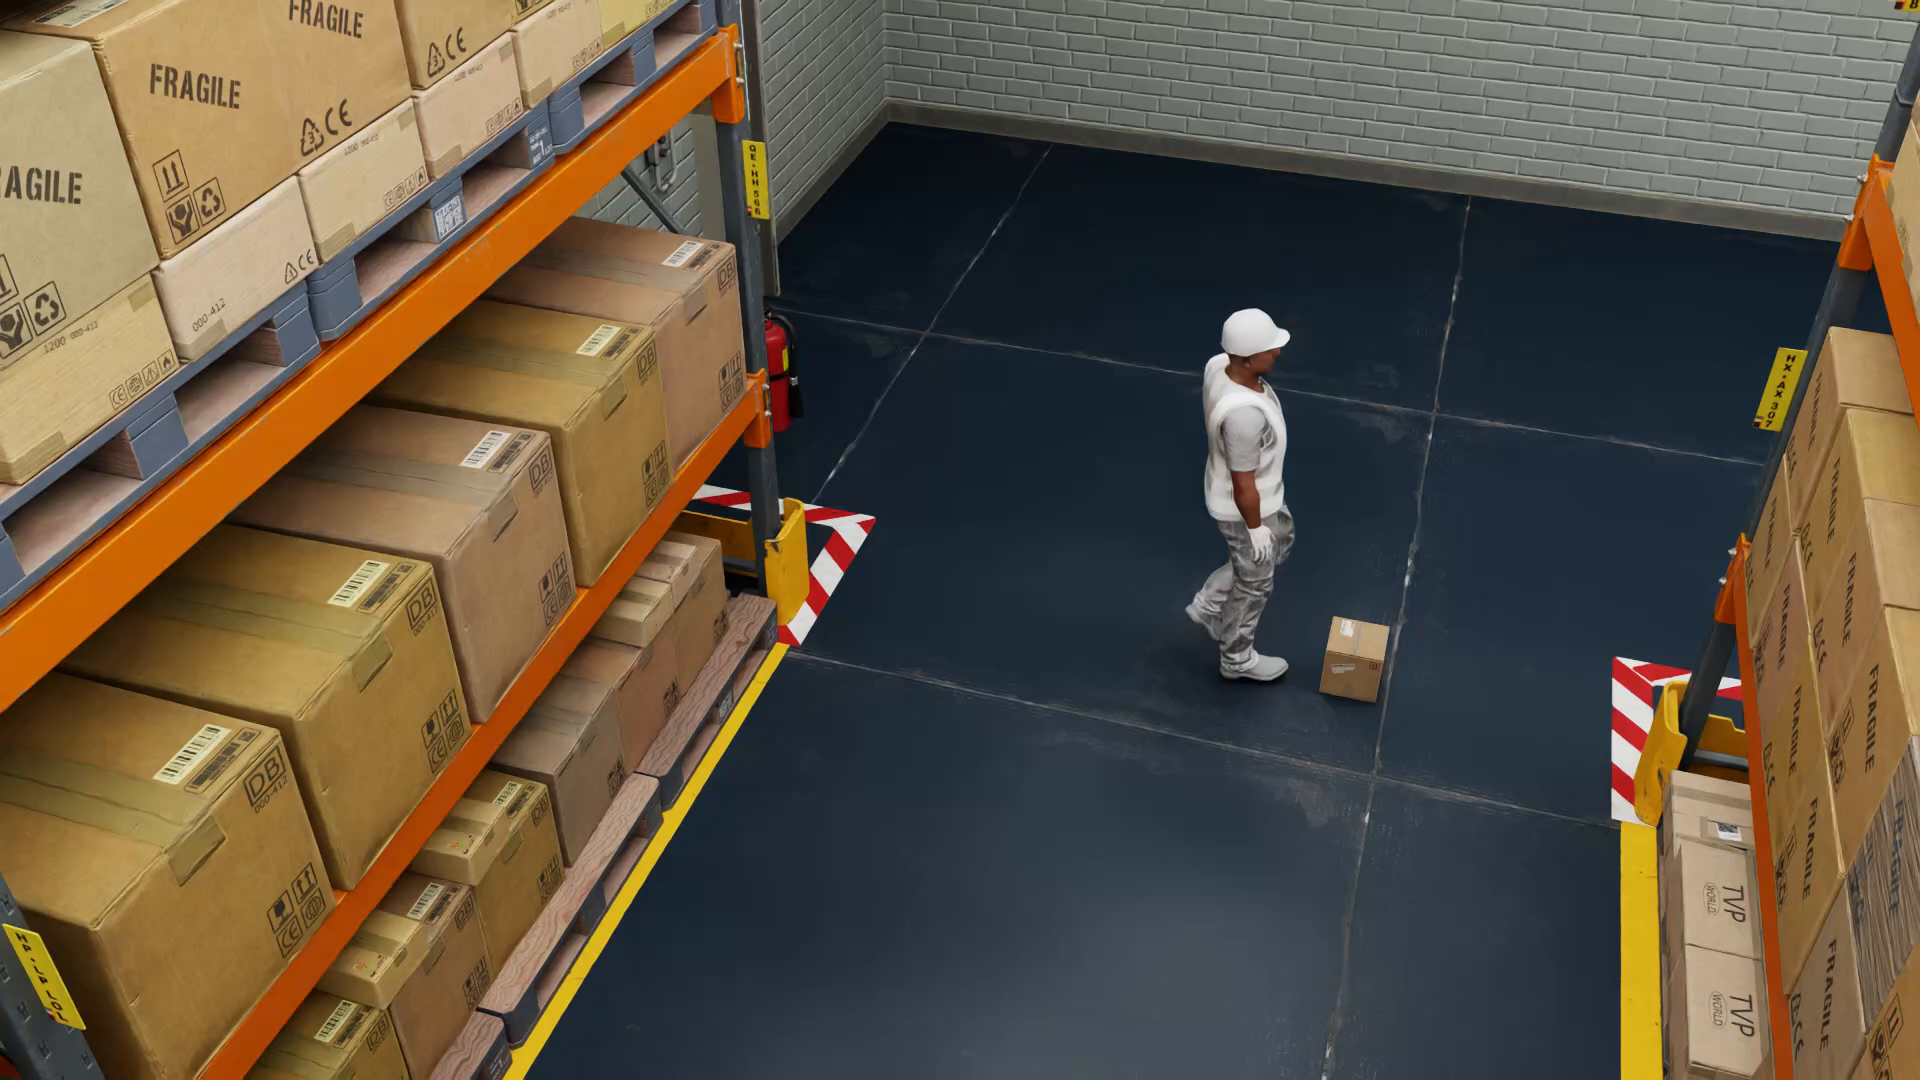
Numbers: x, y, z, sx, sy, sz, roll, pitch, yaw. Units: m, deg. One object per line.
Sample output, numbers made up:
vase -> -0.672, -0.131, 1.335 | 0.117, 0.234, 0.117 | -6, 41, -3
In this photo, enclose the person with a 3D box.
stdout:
person -> 1.247, -0.176, 7.079 | 0.485, 1.775, 0.591 | 1, 37, 1
